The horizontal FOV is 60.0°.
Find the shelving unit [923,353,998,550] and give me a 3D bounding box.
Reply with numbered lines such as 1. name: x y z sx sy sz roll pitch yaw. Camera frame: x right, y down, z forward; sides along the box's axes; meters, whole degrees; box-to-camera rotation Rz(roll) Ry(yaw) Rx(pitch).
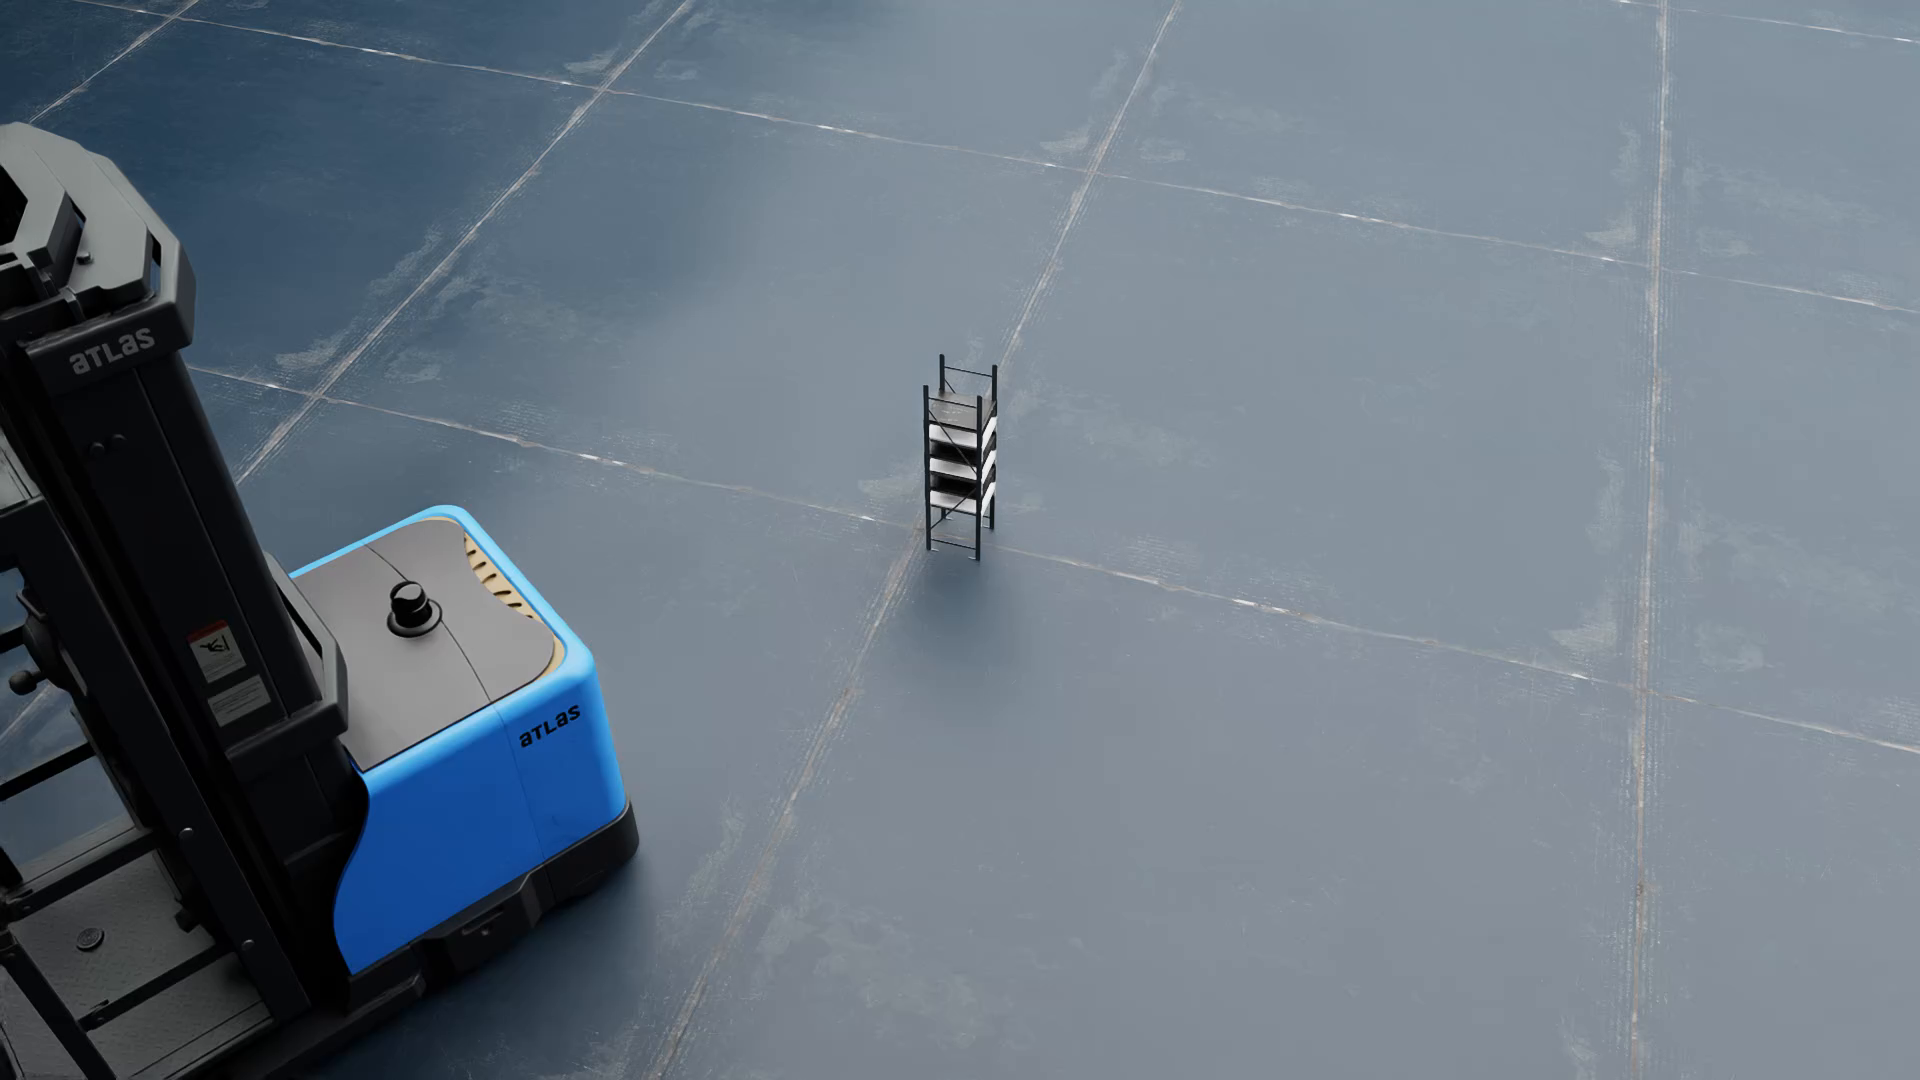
1. shelving unit: 0.003 -0.328 6.840 0.258 0.900 0.208 13 46 12

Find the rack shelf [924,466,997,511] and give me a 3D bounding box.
1. rack shelf: 0.002 -0.239 6.926 0.258 0.077 0.200 13 46 12

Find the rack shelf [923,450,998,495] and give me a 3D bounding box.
1. rack shelf: 0.002 -0.303 6.863 0.258 0.077 0.200 13 46 12

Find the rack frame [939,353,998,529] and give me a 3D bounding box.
1. rack frame: 0.033 -0.395 6.909 0.240 0.900 0.006 13 46 12

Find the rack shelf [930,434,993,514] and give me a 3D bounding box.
1. rack shelf: 0.002 -0.291 6.875 0.221 0.281 0.190 13 46 12

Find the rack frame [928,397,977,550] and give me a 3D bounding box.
1. rack frame: -0.028 -0.259 6.770 0.228 0.785 0.003 13 46 12

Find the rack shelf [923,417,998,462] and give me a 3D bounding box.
1. rack shelf: 0.002 -0.432 6.737 0.258 0.077 0.200 13 46 12
